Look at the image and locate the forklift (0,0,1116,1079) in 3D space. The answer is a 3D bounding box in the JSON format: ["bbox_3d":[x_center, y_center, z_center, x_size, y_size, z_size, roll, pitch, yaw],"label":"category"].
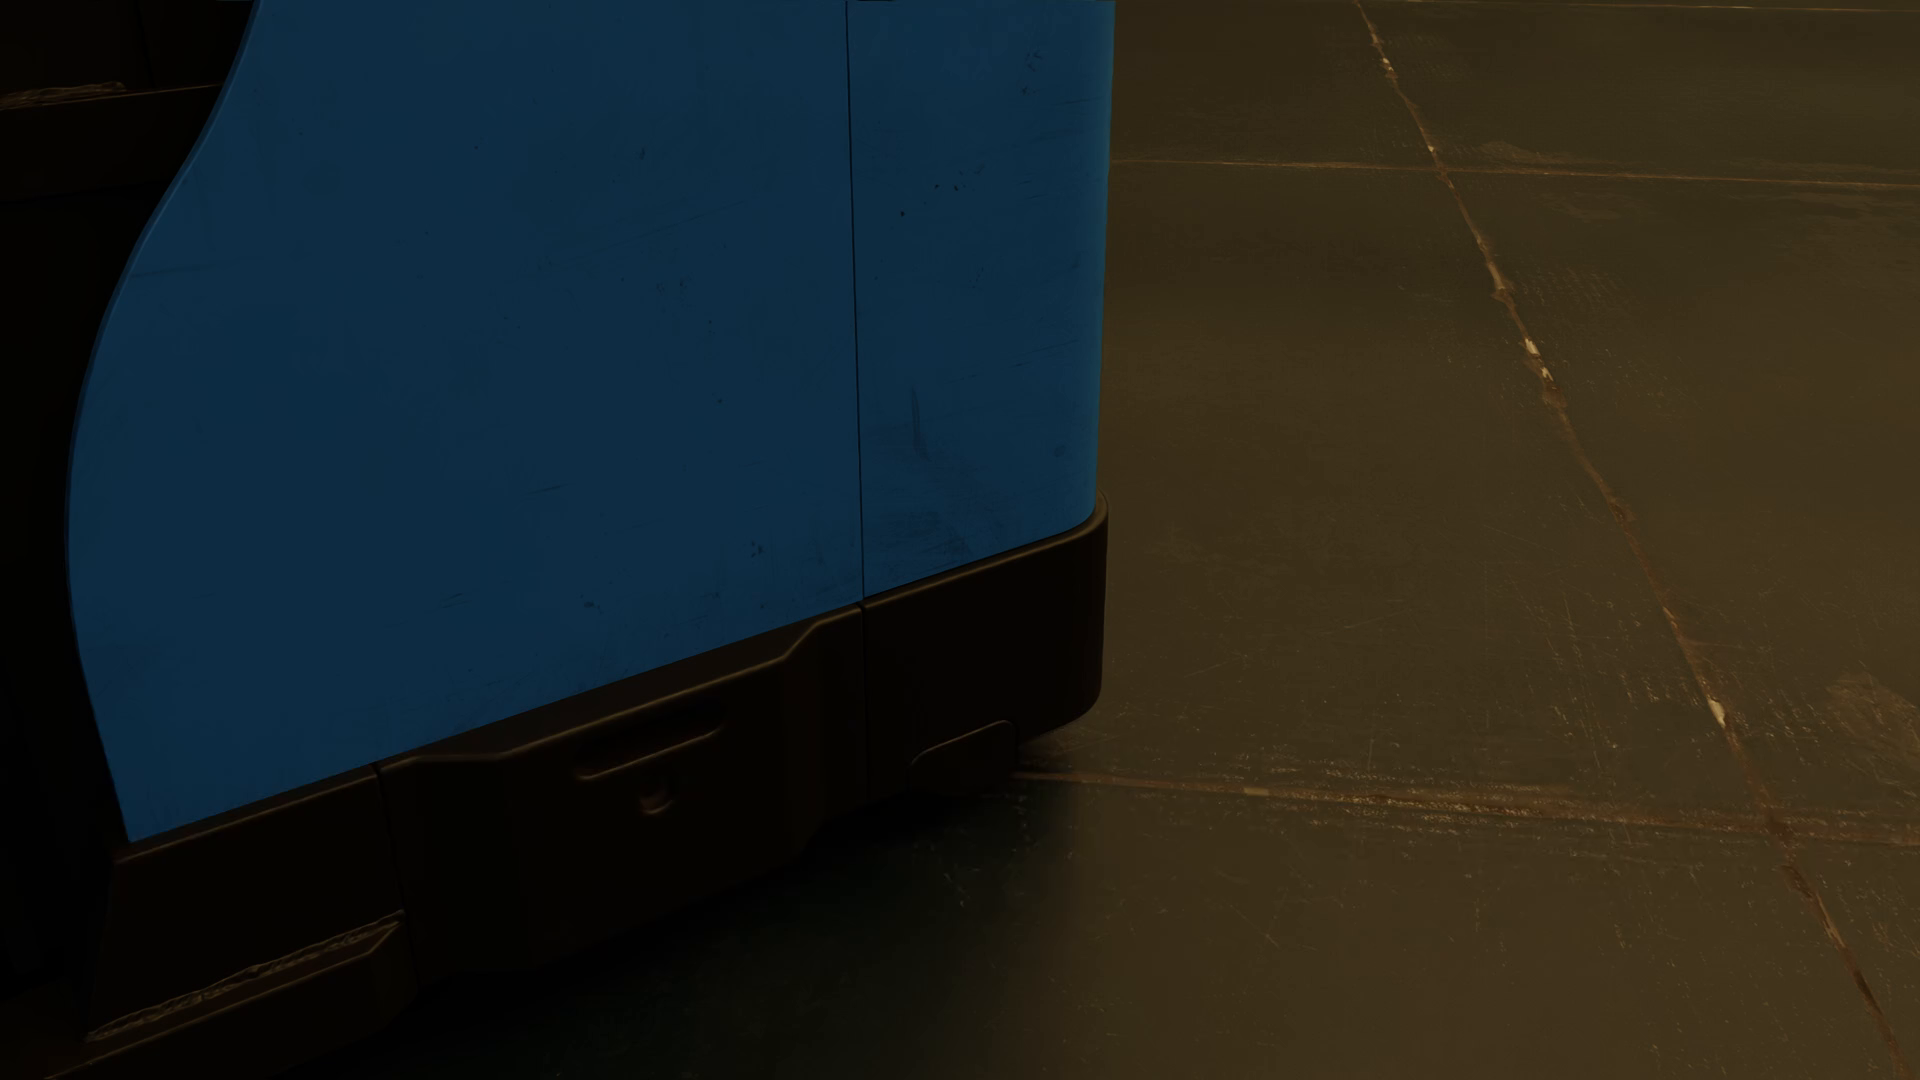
[{"bbox_3d":[-1.325,-0.858,0.937,3.031,2.935,1.130,-18,32,-32],"label":"forklift"}]
